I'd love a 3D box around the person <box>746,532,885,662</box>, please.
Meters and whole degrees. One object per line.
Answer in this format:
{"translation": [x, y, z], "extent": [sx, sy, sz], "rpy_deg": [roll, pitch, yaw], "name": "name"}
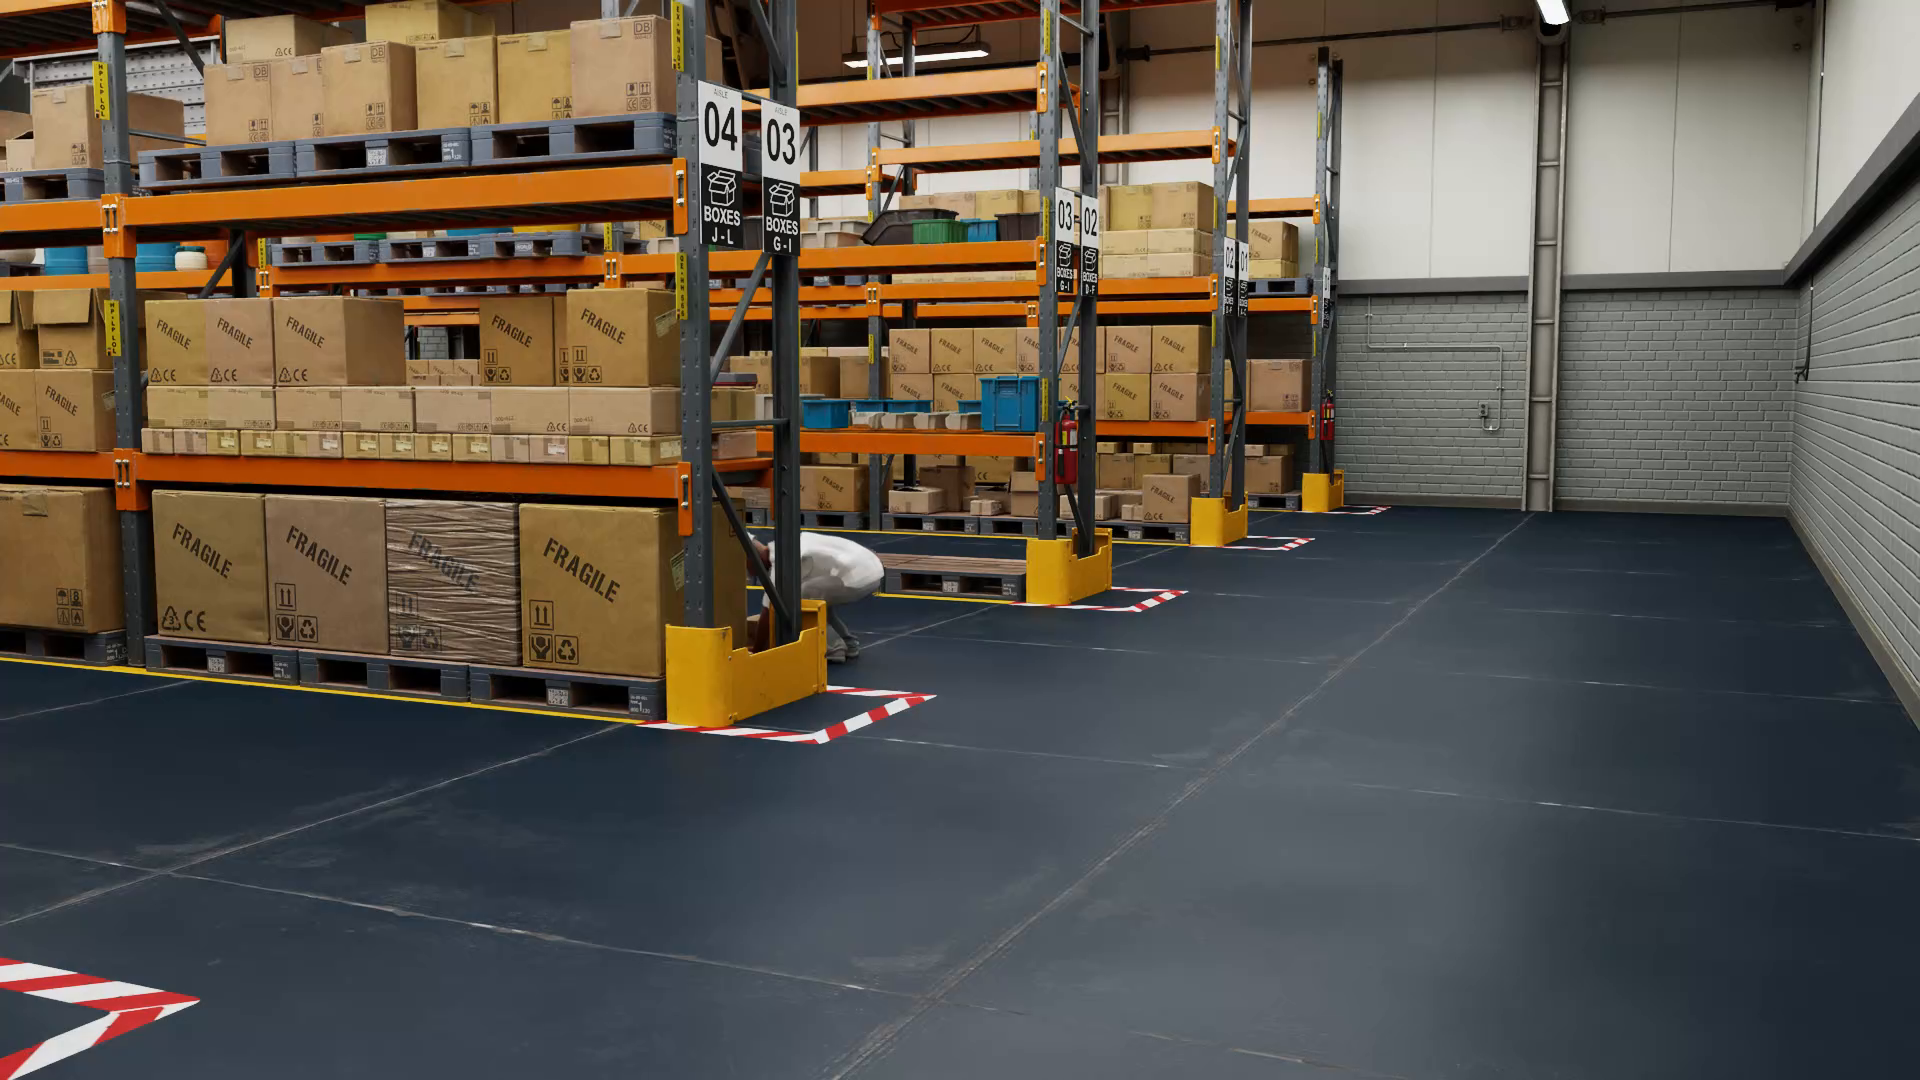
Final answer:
{"translation": [-0.963, 0.360, 10.342], "extent": [0.966, 0.815, 0.525], "rpy_deg": [1, 6, 7], "name": "person"}
